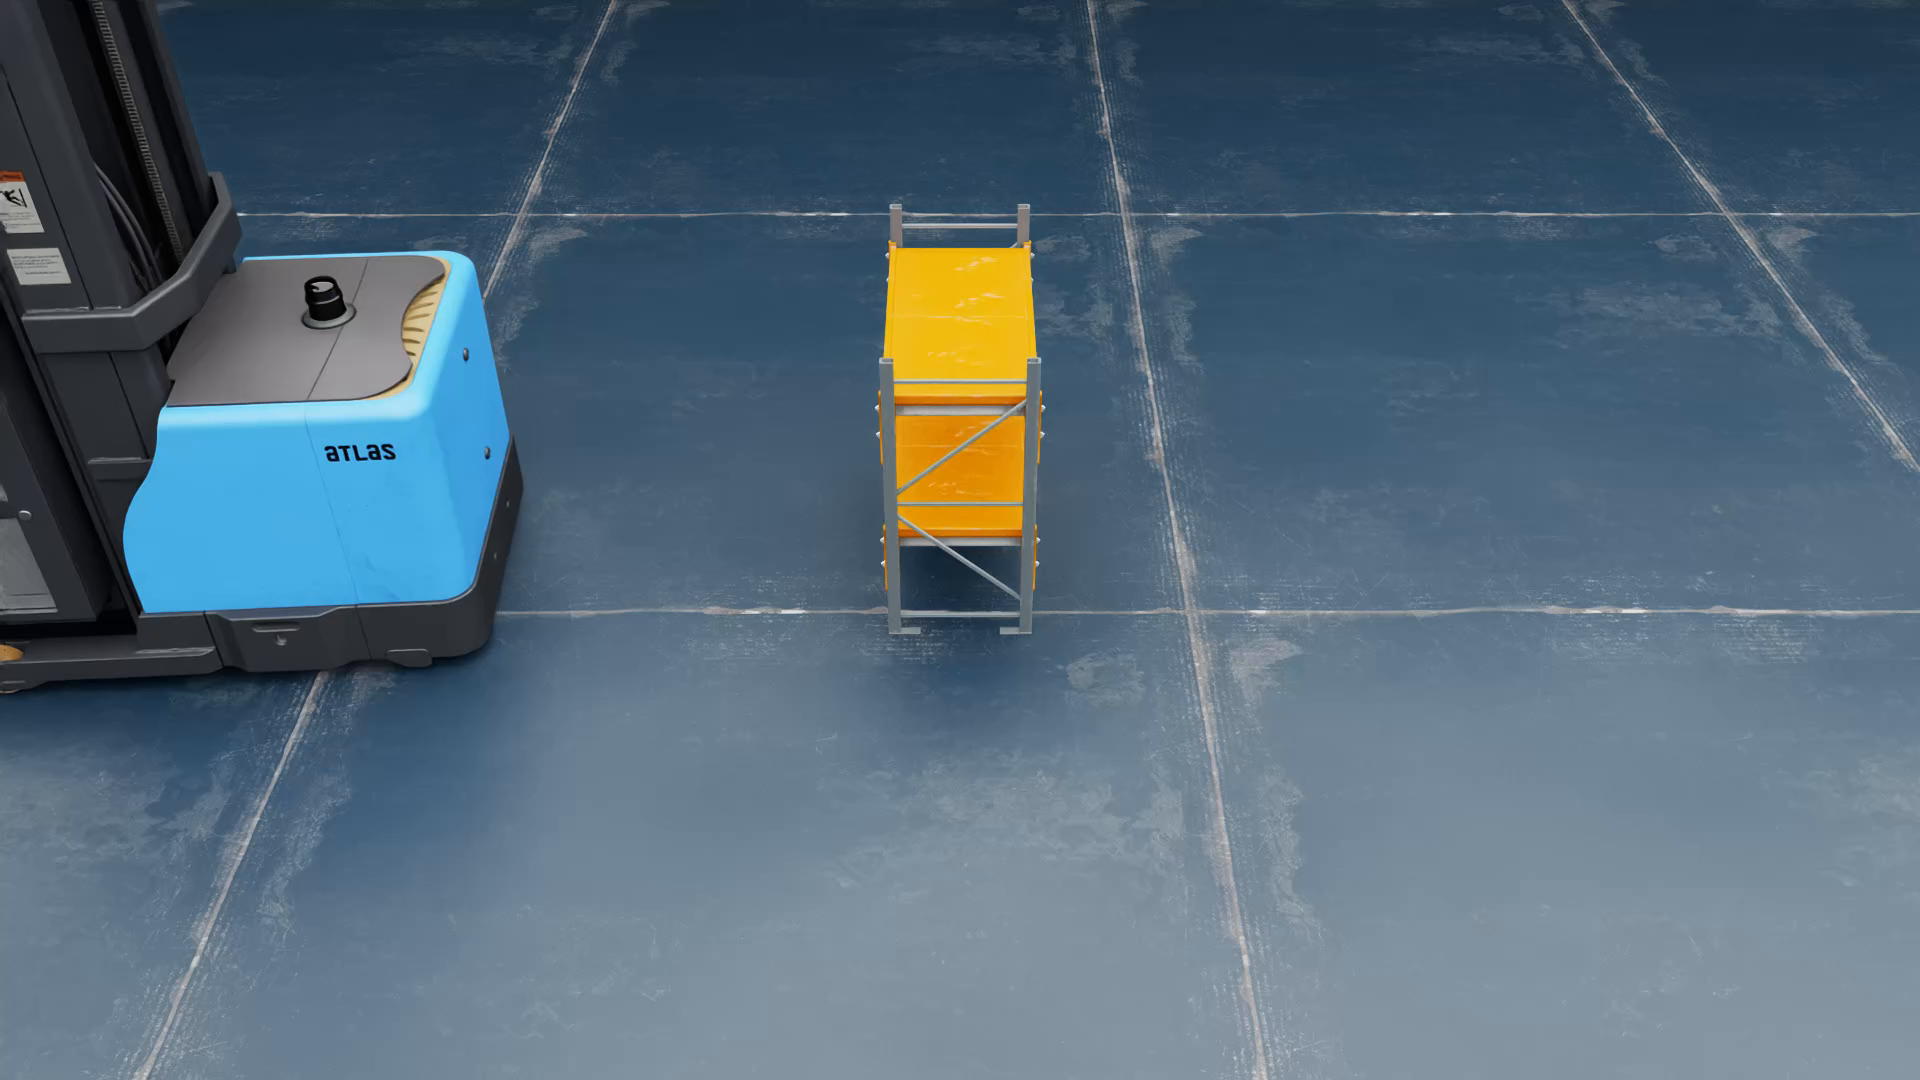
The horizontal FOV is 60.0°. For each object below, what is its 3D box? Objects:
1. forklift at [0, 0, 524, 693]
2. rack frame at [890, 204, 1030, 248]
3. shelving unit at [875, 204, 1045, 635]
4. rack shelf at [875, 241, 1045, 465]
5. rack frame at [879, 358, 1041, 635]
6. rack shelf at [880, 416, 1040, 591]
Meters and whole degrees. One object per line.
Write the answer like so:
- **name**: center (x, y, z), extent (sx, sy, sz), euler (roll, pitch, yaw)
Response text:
- **forklift**: center (-3.159, -0.962, 5.106), extent (3.031, 2.935, 1.130), euler (-2, 39, -3)
- **rack frame**: center (-0.001, -0.753, 6.290), extent (0.500, 1.125, 0.032), euler (0, 39, 0)
- **shelving unit**: center (0.000, -0.435, 5.893), extent (0.538, 1.125, 1.048), euler (0, 39, 0)
- **rack shelf**: center (0.000, -0.663, 5.710), extent (0.538, 0.278, 1.000), euler (0, 39, 0)
- **rack frame**: center (0.001, -0.117, 5.496), extent (0.500, 1.125, 0.032), euler (0, 39, 0)
- **rack shelf**: center (0.000, -0.244, 6.046), extent (0.538, 0.278, 1.000), euler (0, 39, 0)
